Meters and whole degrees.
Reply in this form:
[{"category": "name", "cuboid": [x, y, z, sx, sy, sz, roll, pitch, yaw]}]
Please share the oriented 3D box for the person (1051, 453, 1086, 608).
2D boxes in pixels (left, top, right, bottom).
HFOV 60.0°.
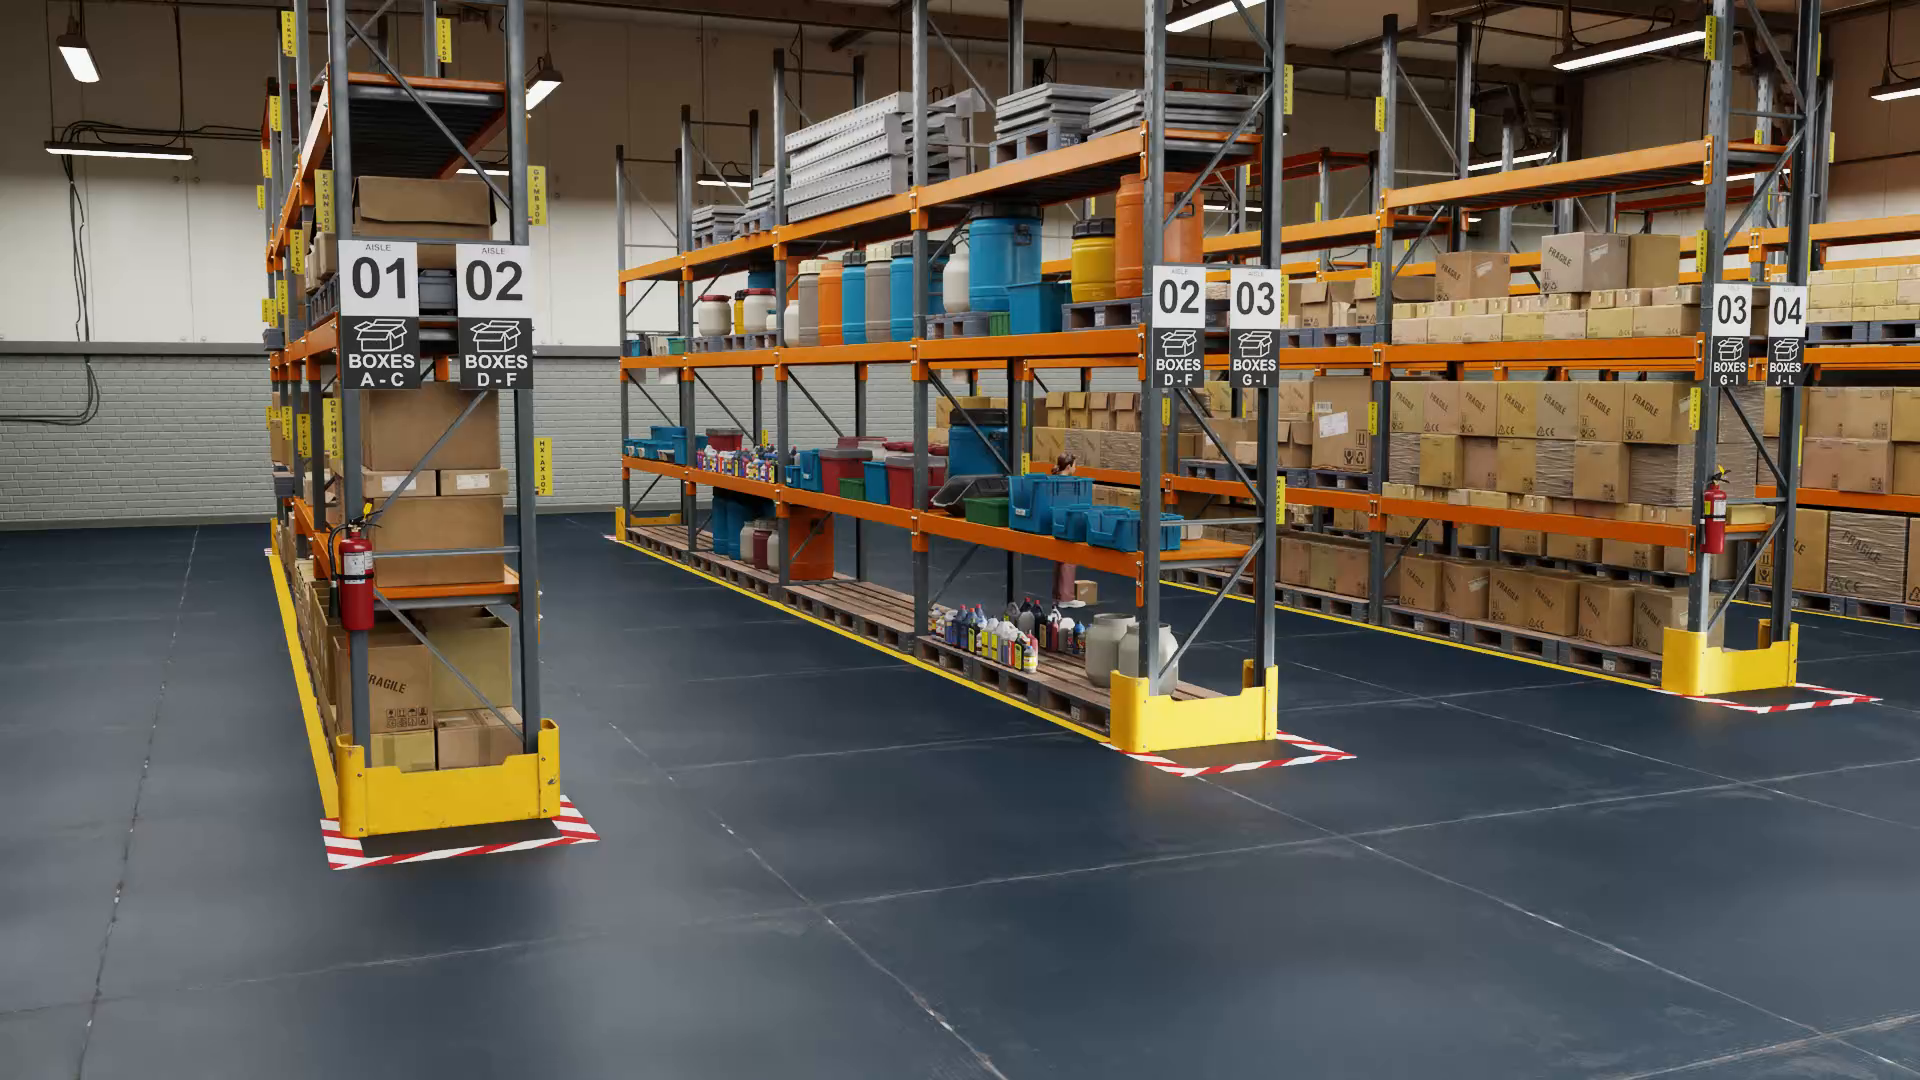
[{"category": "person", "cuboid": [1.140, -0.113, 18.152, 0.409, 1.672, 0.497, -2, 6, -24]}]
